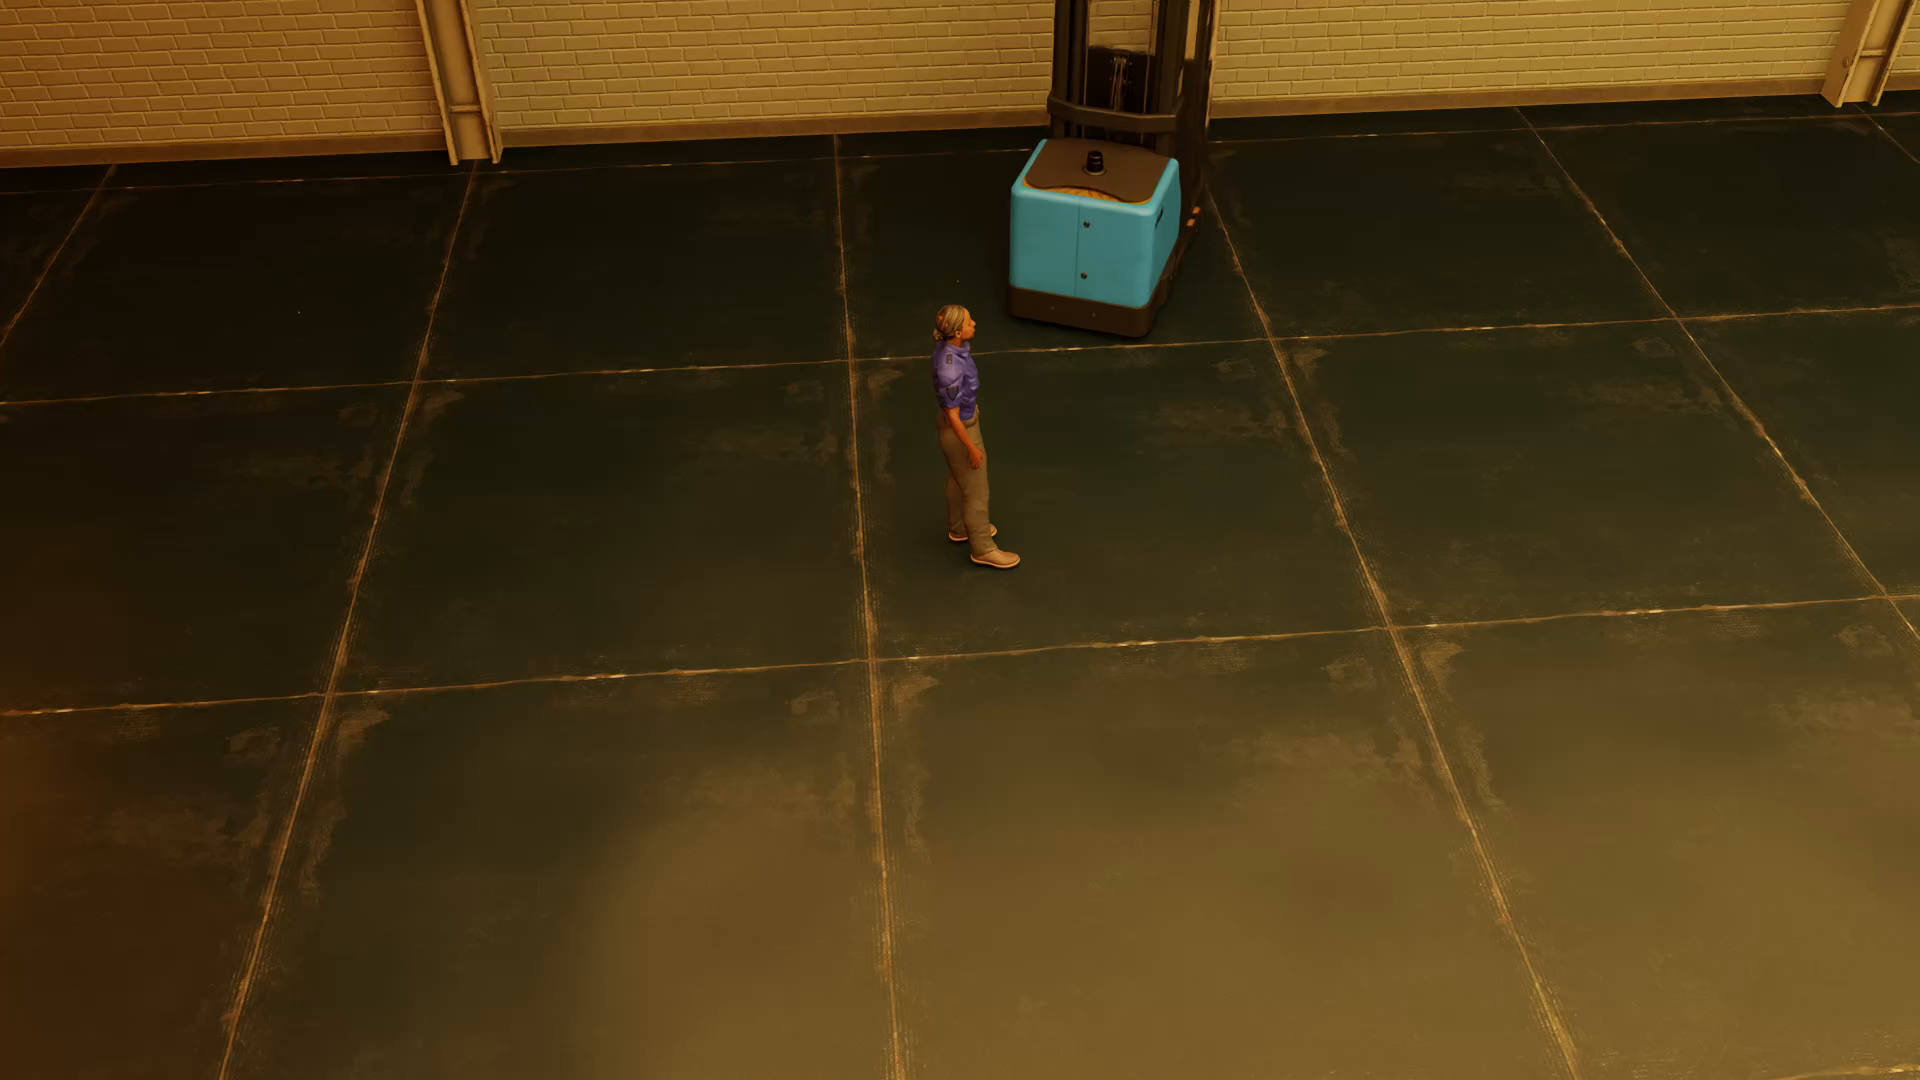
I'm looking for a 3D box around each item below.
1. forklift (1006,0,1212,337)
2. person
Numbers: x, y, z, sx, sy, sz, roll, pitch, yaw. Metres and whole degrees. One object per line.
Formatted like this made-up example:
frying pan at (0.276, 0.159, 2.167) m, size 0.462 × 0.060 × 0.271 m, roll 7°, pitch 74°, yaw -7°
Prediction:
forklift at (1.276, -3.517, 12.050) m, size 1.130 × 2.935 × 3.031 m, roll 12°, pitch 42°, yaw 14°
person at (0.089, -0.621, 9.645) m, size 0.503 × 1.642 × 0.569 m, roll -3°, pitch 41°, yaw -4°
